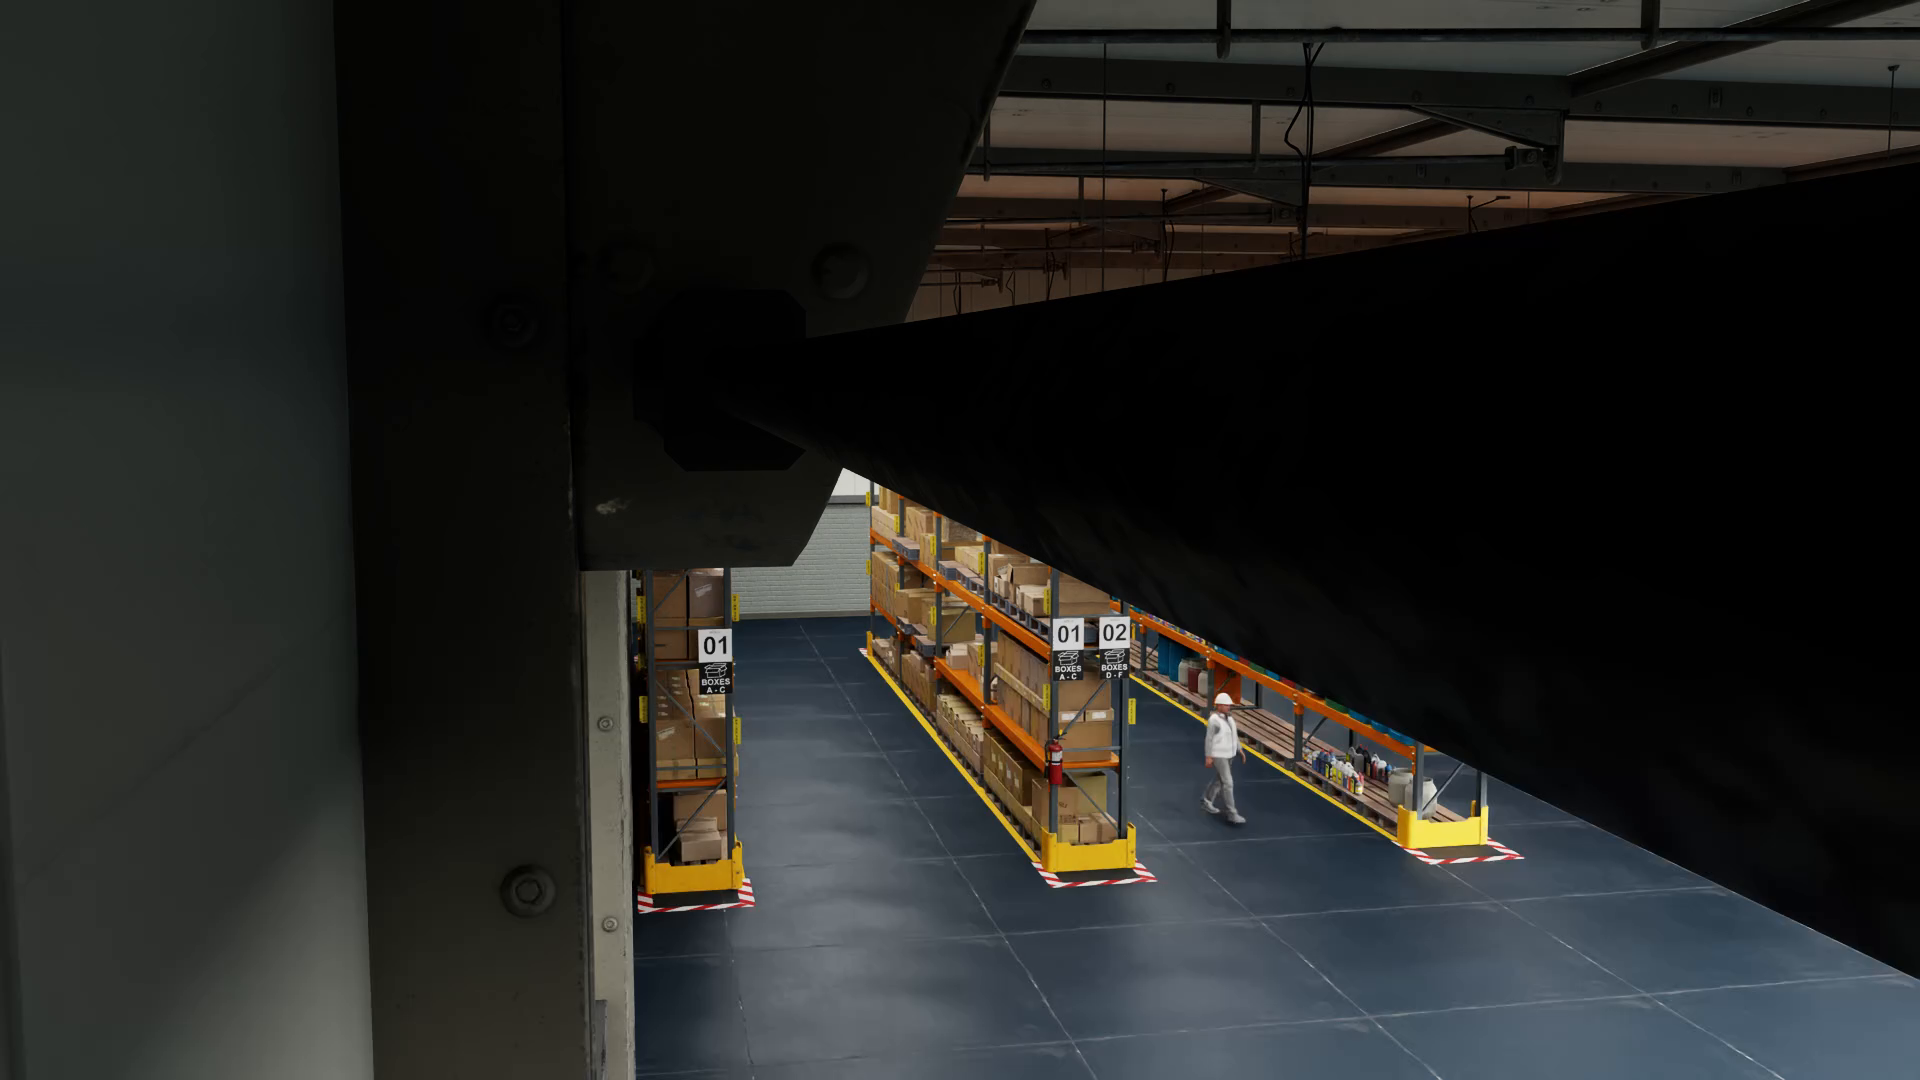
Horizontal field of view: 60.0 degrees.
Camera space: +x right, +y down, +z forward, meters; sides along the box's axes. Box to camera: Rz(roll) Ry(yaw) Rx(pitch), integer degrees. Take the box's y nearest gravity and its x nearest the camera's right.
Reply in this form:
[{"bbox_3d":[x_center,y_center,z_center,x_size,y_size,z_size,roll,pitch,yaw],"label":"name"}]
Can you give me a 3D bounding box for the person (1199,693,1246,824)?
[{"bbox_3d":[3.725,3.015,23.294,0.872,1.737,0.569,4,7,37],"label":"person"}]
